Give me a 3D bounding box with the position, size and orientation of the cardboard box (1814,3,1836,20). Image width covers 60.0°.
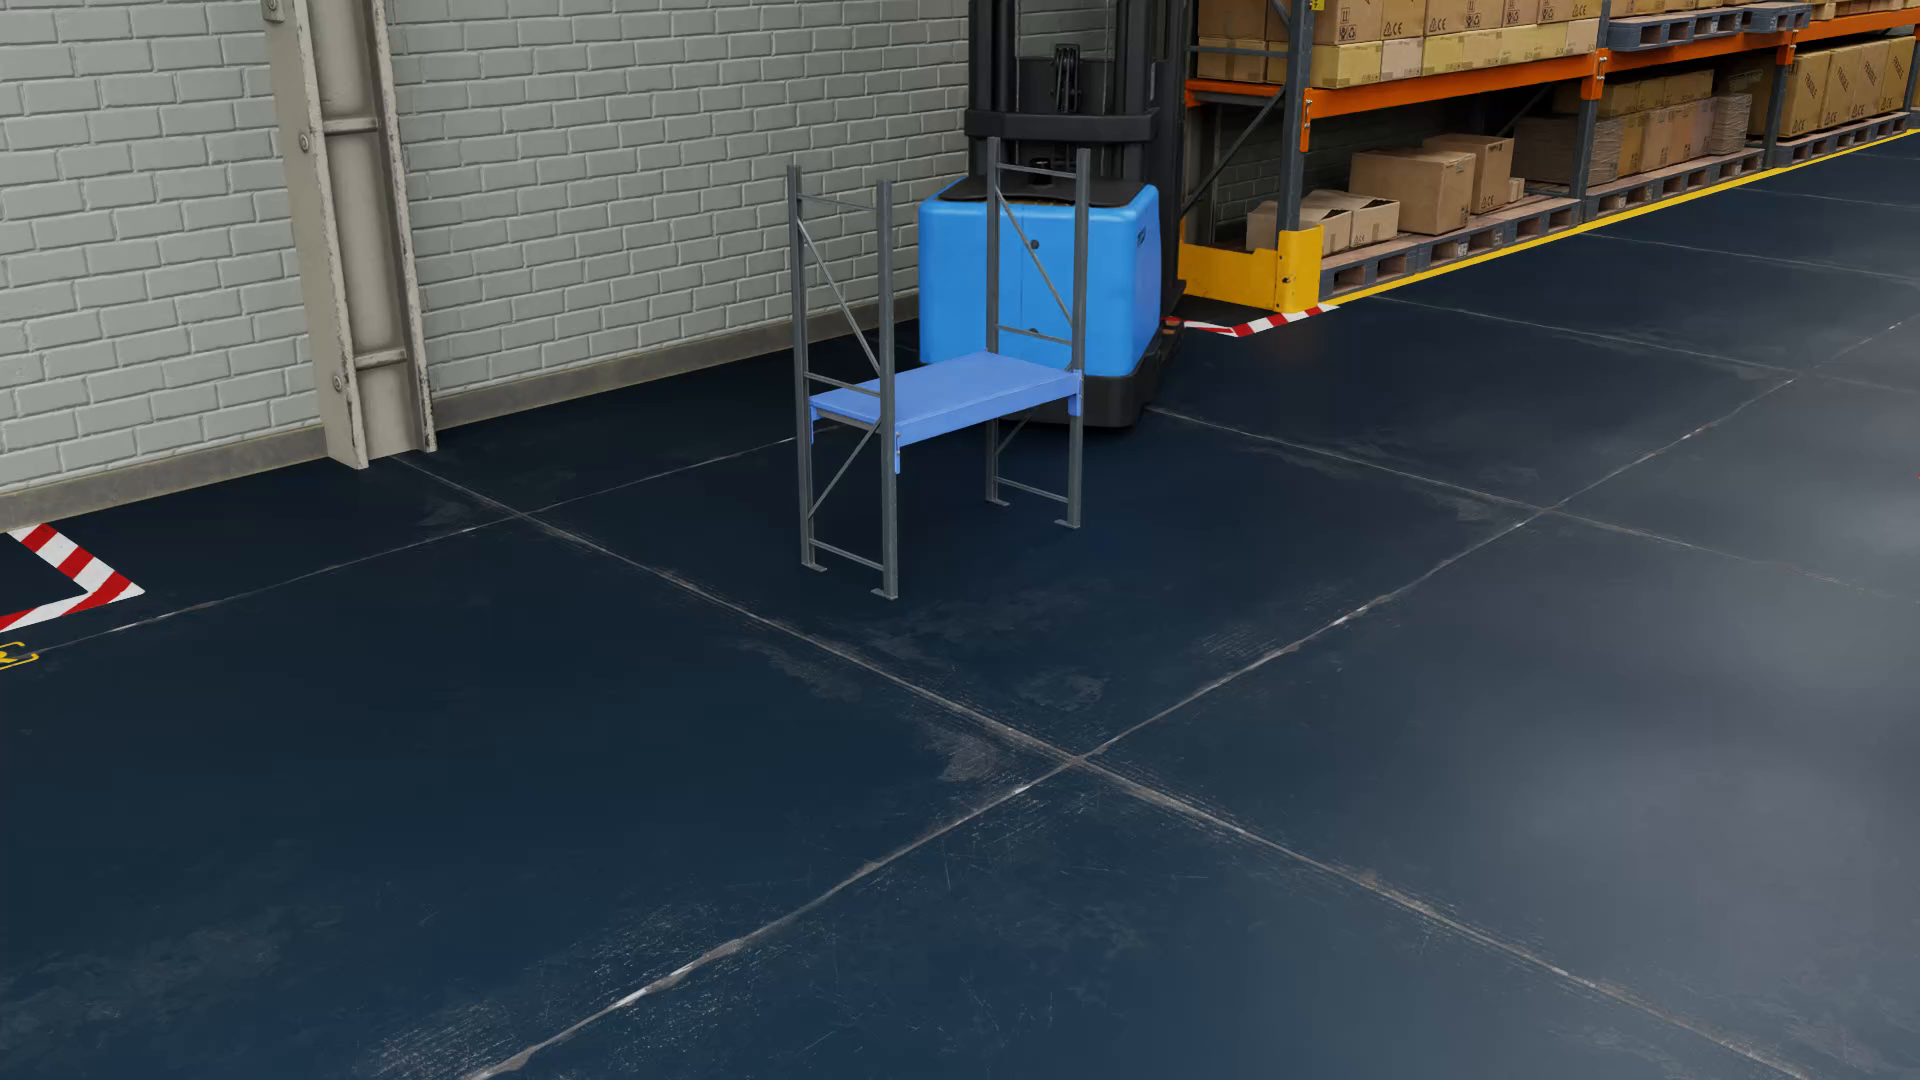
[{"bbox_3d":[8.073,-5.033,15.810,0.250,0.149,0.380,-19,28,-40],"label":"cardboard box"}]

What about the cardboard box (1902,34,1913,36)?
[{"bbox_3d":[11.474,-5.944,19.852,0.380,0.149,0.250,20,28,41],"label":"cardboard box"}]

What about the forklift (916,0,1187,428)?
[{"bbox_3d":[0.642,-2.388,8.702,1.130,2.935,3.031,5,22,13],"label":"forklift"}]

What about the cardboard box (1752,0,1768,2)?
[{"bbox_3d":[6.928,-5.133,14.996,0.700,0.500,0.500,15,26,35],"label":"cardboard box"}]

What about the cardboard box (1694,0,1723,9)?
[{"bbox_3d":[6.075,-4.807,14.149,0.700,0.500,0.500,19,28,41],"label":"cardboard box"}]

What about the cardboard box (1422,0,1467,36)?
[{"bbox_3d":[2.934,-3.541,10.742,0.500,0.500,0.500,18,27,39],"label":"cardboard box"}]

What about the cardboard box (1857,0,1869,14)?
[{"bbox_3d":[8.895,-5.386,16.729,0.250,0.149,0.380,-19,28,-40],"label":"cardboard box"}]

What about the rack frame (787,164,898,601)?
[{"bbox_3d":[-0.414,-0.547,5.908,0.500,1.500,0.032,19,28,41],"label":"rack frame"}]

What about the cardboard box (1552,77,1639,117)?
[{"bbox_3d":[5.265,-3.672,13.774,0.500,0.250,0.500,19,28,40],"label":"cardboard box"}]

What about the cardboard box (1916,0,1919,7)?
[{"bbox_3d":[10.007,-5.767,17.720,0.380,0.149,0.250,20,28,41],"label":"cardboard box"}]

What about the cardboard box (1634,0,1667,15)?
[{"bbox_3d":[5.233,-4.492,13.329,0.500,0.500,0.700,-17,27,-37],"label":"cardboard box"}]

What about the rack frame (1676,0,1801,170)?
[{"bbox_3d":[7.249,-5.005,15.414,1.000,3.000,0.127,19,28,41],"label":"rack frame"}]

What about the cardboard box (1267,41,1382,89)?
[{"bbox_3d":[2.236,-2.933,10.207,0.500,0.250,0.500,18,28,39],"label":"cardboard box"}]

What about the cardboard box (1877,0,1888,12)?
[{"bbox_3d":[9.274,-5.512,17.057,0.380,0.149,0.250,19,28,41],"label":"cardboard box"}]

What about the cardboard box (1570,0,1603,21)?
[{"bbox_3d":[4.350,-4.067,12.110,0.500,0.500,0.500,19,28,41],"label":"cardboard box"}]

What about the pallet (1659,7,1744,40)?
[{"bbox_3d":[5.898,-4.396,14.098,1.003,0.211,1.213,19,28,41],"label":"pallet"}]

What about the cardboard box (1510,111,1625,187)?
[{"bbox_3d":[4.960,-3.208,13.611,0.500,0.500,0.700,-19,28,-40],"label":"cardboard box"}]

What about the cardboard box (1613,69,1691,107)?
[{"bbox_3d":[5.986,-3.931,14.446,0.500,0.250,0.500,19,28,40],"label":"cardboard box"}]

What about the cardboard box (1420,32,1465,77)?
[{"bbox_3d":[2.948,-3.200,10.900,0.500,0.250,0.500,19,28,40],"label":"cardboard box"}]

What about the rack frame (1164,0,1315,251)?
[{"bbox_3d":[1.668,-2.948,10.064,1.000,3.000,0.127,19,28,41],"label":"rack frame"}]

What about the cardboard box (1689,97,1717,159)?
[{"bbox_3d":[6.342,-3.742,14.999,0.700,0.500,0.500,19,28,41],"label":"cardboard box"}]

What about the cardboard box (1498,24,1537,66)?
[{"bbox_3d":[3.652,-3.459,11.574,0.500,0.250,0.500,19,28,40],"label":"cardboard box"}]

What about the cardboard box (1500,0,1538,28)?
[{"bbox_3d":[3.647,-3.810,11.443,0.500,0.500,0.500,18,28,39],"label":"cardboard box"}]

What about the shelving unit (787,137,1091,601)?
[{"bbox_3d":[-0.060,-0.678,6.248,0.538,1.500,1.048,19,28,41],"label":"shelving unit"}]

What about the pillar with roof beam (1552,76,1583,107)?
[{"bbox_3d":[8.807,-6.610,11.228,9.100,9.000,0.400,19,28,41],"label":"pillar with roof beam"}]

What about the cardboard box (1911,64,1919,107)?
[{"bbox_3d":[10.635,-5.229,18.896,0.700,0.500,0.500,20,29,41],"label":"cardboard box"}]

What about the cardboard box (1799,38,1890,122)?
[{"bbox_3d":[9.061,-4.796,17.284,0.750,0.750,0.750,-19,28,-40],"label":"cardboard box"}]

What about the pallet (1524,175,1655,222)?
[{"bbox_3d":[5.001,-2.875,13.761,1.003,0.211,1.213,19,28,41],"label":"pallet"}]

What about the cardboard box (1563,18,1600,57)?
[{"bbox_3d":[4.345,-3.718,12.248,0.500,0.250,0.500,19,28,41],"label":"cardboard box"}]

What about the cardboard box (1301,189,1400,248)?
[{"bbox_3d":[2.613,-2.200,11.253,0.500,0.311,0.500,-17,27,-38],"label":"cardboard box"}]

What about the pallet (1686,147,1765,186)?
[{"bbox_3d":[6.703,-3.502,15.393,1.003,0.211,1.213,19,28,41],"label":"pallet"}]

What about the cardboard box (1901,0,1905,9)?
[{"bbox_3d":[9.635,-5.641,17.392,0.250,0.149,0.380,-19,28,-40],"label":"cardboard box"}]

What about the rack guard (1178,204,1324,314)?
[{"bbox_3d":[1.721,-1.801,10.563,1.175,0.500,0.348,19,28,41],"label":"rack guard"}]

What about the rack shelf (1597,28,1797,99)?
[{"bbox_3d":[5.854,-4.155,14.205,1.077,0.370,4.000,19,28,41],"label":"rack shelf"}]

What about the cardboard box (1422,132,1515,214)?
[{"bbox_3d":[3.763,-2.738,12.388,0.500,0.500,0.500,17,27,37],"label":"cardboard box"}]

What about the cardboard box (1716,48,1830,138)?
[{"bbox_3d":[7.856,-4.353,16.131,0.750,0.750,0.750,19,28,40],"label":"cardboard box"}]

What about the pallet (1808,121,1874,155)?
[{"bbox_3d":[8.704,-4.199,17.204,1.003,0.211,1.213,19,28,41],"label":"pallet"}]

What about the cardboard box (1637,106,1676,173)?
[{"bbox_3d":[5.670,-3.475,14.305,0.700,0.500,0.500,20,28,41],"label":"cardboard box"}]

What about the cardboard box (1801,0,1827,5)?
[{"bbox_3d":[7.771,-5.260,15.497,0.500,0.500,0.500,-19,28,-40],"label":"cardboard box"}]

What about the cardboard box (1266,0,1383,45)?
[{"bbox_3d":[2.217,-3.285,10.076,0.500,0.500,0.500,19,28,41],"label":"cardboard box"}]

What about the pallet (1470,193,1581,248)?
[{"bbox_3d":[4.016,-2.493,12.767,1.003,0.211,1.213,19,28,41],"label":"pallet"}]

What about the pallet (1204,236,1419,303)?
[{"bbox_3d":[2.313,-1.866,11.135,1.003,0.211,1.213,19,28,41],"label":"pallet"}]

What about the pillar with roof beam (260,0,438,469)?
[{"bbox_3d":[0.436,-3.525,3.203,9.100,9.000,0.400,19,28,41],"label":"pillar with roof beam"}]

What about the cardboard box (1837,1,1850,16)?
[{"bbox_3d":[8.522,-5.261,16.403,0.250,0.149,0.380,-20,28,-41],"label":"cardboard box"}]
